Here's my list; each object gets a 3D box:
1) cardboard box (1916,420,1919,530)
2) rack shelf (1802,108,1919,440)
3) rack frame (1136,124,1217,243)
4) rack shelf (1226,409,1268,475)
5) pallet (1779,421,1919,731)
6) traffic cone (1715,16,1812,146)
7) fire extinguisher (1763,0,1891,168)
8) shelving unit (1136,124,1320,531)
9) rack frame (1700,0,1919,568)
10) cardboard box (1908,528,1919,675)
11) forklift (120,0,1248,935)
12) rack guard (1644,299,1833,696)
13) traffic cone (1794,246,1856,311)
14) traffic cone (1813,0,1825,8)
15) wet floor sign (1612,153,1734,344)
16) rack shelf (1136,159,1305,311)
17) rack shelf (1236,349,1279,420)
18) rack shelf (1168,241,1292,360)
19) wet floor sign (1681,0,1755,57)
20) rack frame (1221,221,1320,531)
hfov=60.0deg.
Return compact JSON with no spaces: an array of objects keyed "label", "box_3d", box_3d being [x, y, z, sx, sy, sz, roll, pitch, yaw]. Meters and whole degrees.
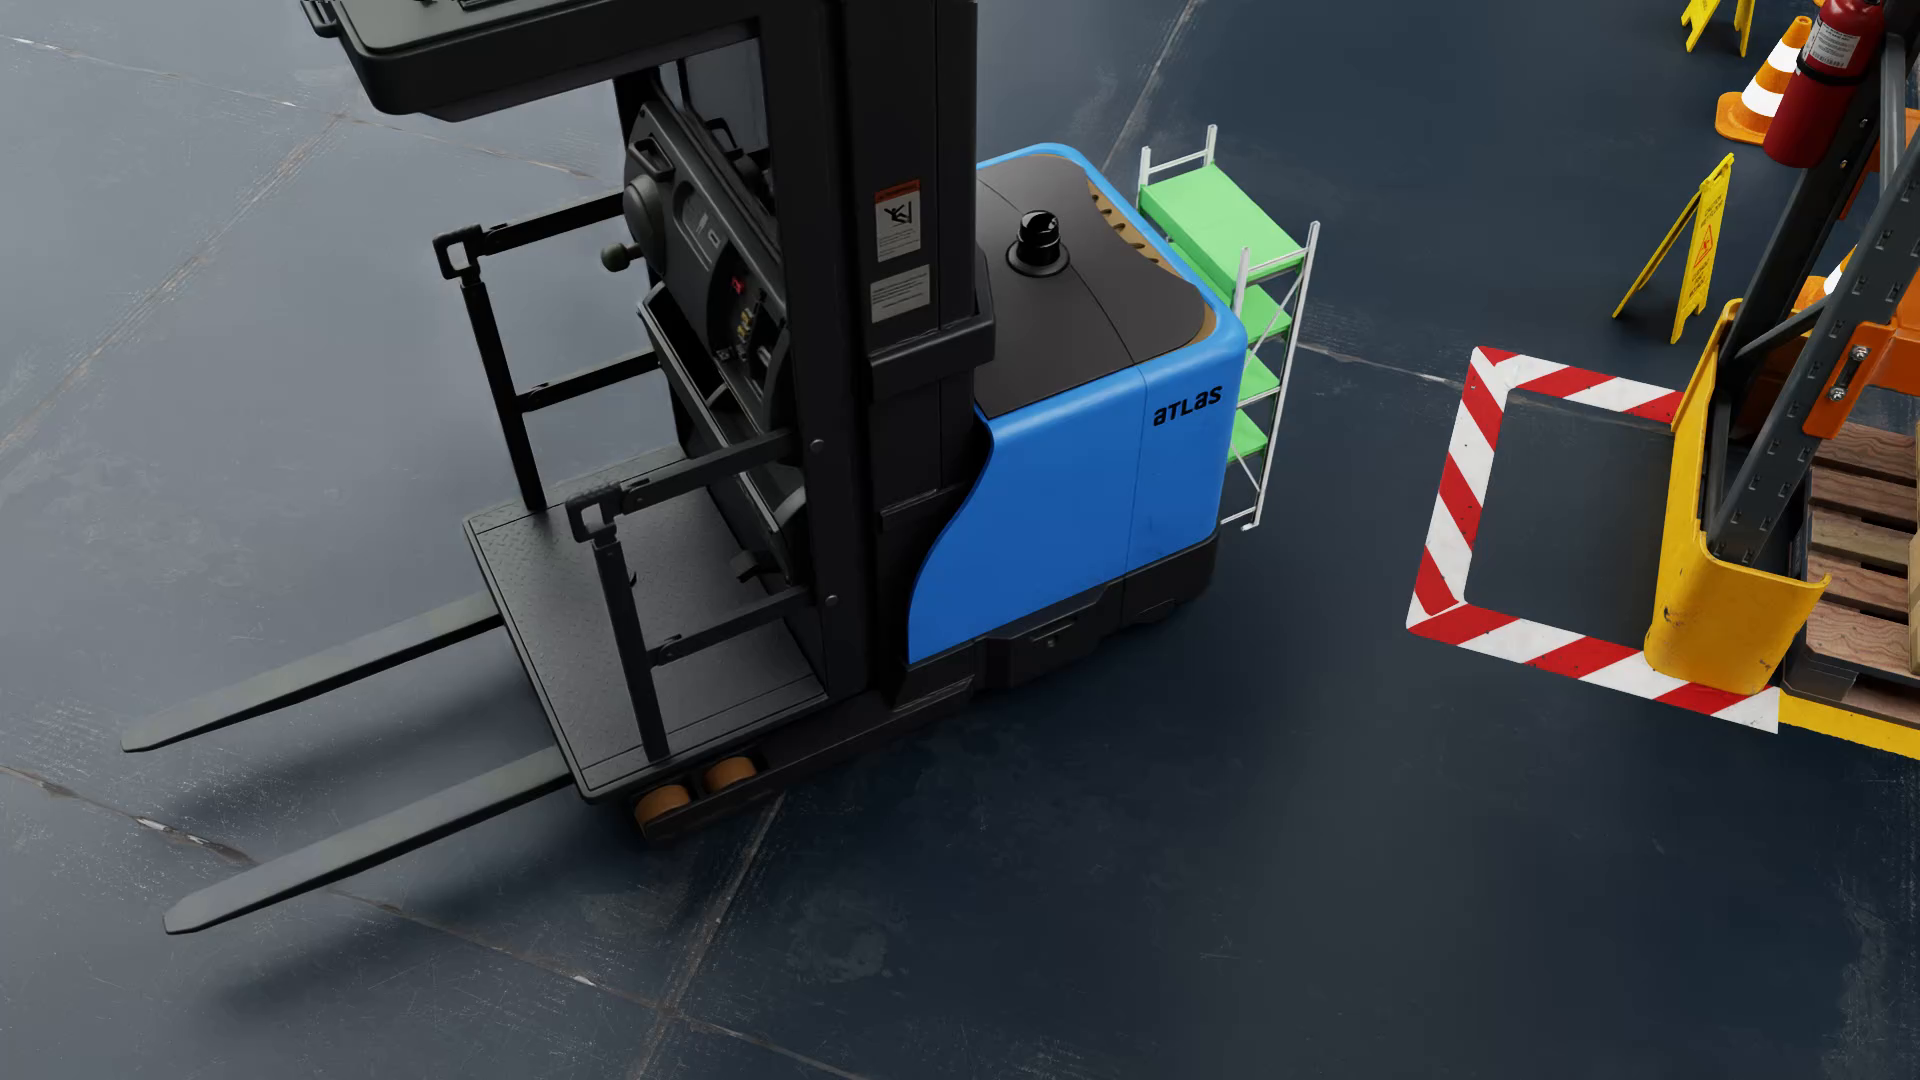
[{"label":"cardboard box","box_3d":[3.185,-0.201,4.981,0.500,0.250,0.500,15,51,13]},{"label":"rack shelf","box_3d":[4.187,-0.232,3.942,4.000,0.370,1.077,16,51,13]},{"label":"rack frame","box_3d":[0.613,-0.729,5.088,0.240,1.200,0.015,-22,53,-18]},{"label":"rack shelf","box_3d":[0.727,-0.367,5.176,0.258,0.148,0.480,-22,53,-18]},{"label":"pallet","box_3d":[3.132,0.179,4.955,1.213,0.211,1.003,16,51,13]},{"label":"traffic cone","box_3d":[3.227,-1.838,6.537,0.334,0.463,0.336,16,51,13]},{"label":"fire extinguisher","box_3d":[2.363,-1.323,4.463,0.183,0.674,0.296,16,51,13]},{"label":"shelving unit","box_3d":[0.727,-0.566,4.947,0.258,1.200,0.503,-22,53,-18]},{"label":"rack frame","box_3d":[2.311,-0.992,4.124,0.127,3.000,1.000,16,51,13]},{"label":"cardboard box","box_3d":[2.971,0.179,4.652,0.500,0.250,0.500,15,51,13]},{"label":"forklift","box_3d":[-0.779,-0.597,3.827,3.031,2.935,1.130,-22,53,-18]},{"label":"rack guard","box_3d":[2.382,-0.153,5.052,0.348,0.500,1.175,16,51,13]},{"label":"traffic cone","box_3d":[3.161,-0.963,5.778,0.334,0.463,0.336,16,51,13]},{"label":"traffic cone","box_3d":[3.937,-2.550,7.154,0.334,0.463,0.336,16,51,13]},{"label":"wet floor sign","box_3d":[2.503,-1.029,5.715,0.232,0.644,0.267,33,57,25]},{"label":"rack shelf","box_3d":[0.727,-0.839,4.632,0.258,0.148,0.480,-22,53,-18]},{"label":"rack shelf","box_3d":[0.727,-0.524,4.995,0.258,0.148,0.480,-22,53,-18]},{"label":"rack shelf","box_3d":[0.727,-0.681,4.814,0.258,0.148,0.480,-22,53,-18]},{"label":"wet floor sign","box_3d":[3.218,-2.360,6.868,0.232,0.644,0.267,8,50,7]},{"label":"rack frame","box_3d":[0.841,-0.403,4.805,0.240,1.200,0.015,-22,53,-18]}]
